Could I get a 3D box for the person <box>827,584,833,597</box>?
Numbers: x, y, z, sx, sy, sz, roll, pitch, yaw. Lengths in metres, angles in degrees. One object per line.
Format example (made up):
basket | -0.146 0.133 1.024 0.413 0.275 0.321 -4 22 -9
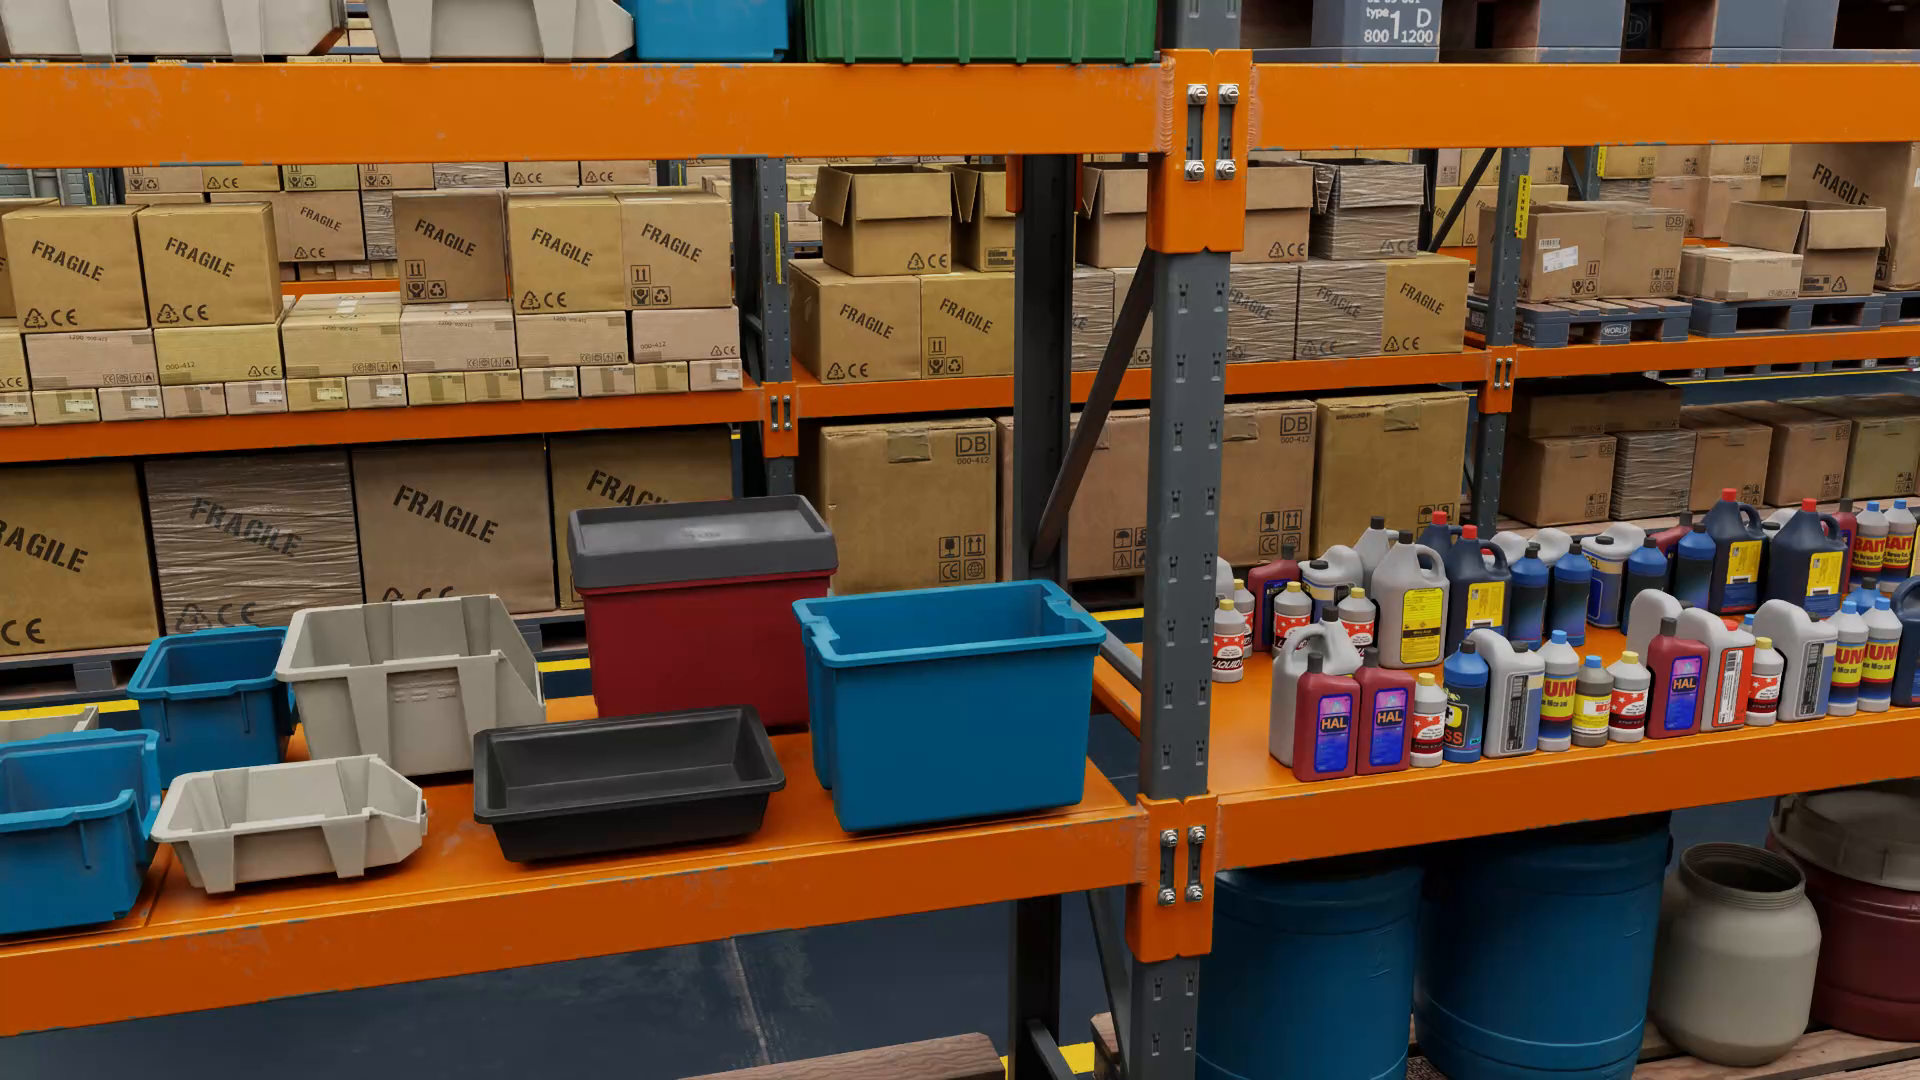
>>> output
person | -1.039 0.425 7.333 0.950 0.804 0.534 0 16 -2
